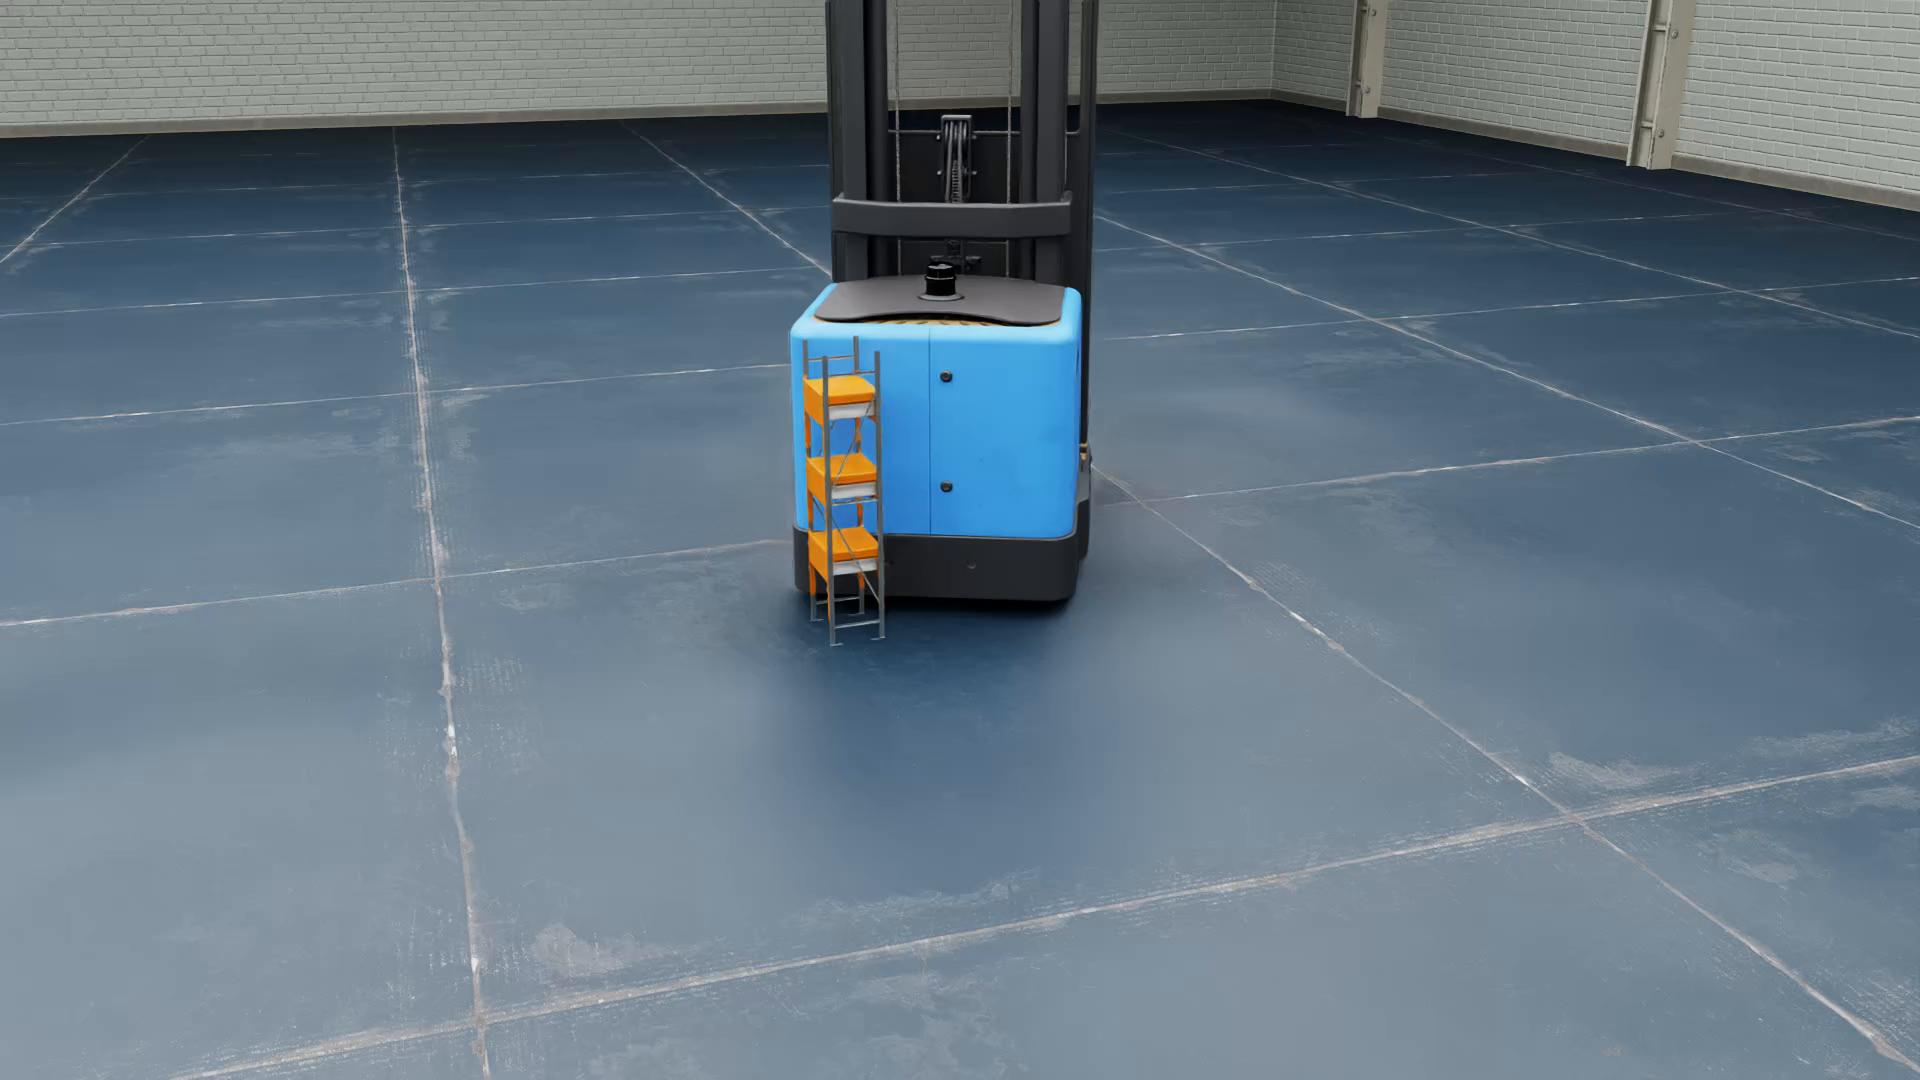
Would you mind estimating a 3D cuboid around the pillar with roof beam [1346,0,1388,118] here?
[{"bbox_3d":[1.670,-9.843,21.009,9.100,9.000,0.400,-6,21,-17],"label":"pillar with roof beam"}]

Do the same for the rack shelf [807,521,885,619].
[{"bbox_3d":[-0.406,0.104,5.927,0.215,0.259,0.240,-7,21,-19],"label":"rack shelf"}]

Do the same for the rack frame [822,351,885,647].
[{"bbox_3d":[-0.363,-0.129,5.722,0.200,1.050,0.008,-7,21,-19],"label":"rack frame"}]

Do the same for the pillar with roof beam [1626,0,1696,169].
[{"bbox_3d":[3.556,-7.918,15.649,9.100,9.000,0.400,-6,21,-17],"label":"pillar with roof beam"}]

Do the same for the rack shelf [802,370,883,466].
[{"bbox_3d":[-0.406,-0.424,5.737,0.215,0.259,0.240,-7,21,-19],"label":"rack shelf"}]

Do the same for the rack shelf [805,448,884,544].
[{"bbox_3d":[-0.406,-0.157,5.833,0.215,0.259,0.240,-7,21,-19],"label":"rack shelf"}]

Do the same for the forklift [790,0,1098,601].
[{"bbox_3d":[0.030,-1.610,7.063,1.130,2.935,3.031,2,20,5],"label":"forklift"}]

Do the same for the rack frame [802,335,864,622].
[{"bbox_3d":[-0.448,-0.206,5.937,0.200,1.050,0.008,-7,21,-19],"label":"rack frame"}]

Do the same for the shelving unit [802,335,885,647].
[{"bbox_3d":[-0.406,-0.167,5.829,0.215,1.050,0.252,-7,21,-19],"label":"shelving unit"}]
